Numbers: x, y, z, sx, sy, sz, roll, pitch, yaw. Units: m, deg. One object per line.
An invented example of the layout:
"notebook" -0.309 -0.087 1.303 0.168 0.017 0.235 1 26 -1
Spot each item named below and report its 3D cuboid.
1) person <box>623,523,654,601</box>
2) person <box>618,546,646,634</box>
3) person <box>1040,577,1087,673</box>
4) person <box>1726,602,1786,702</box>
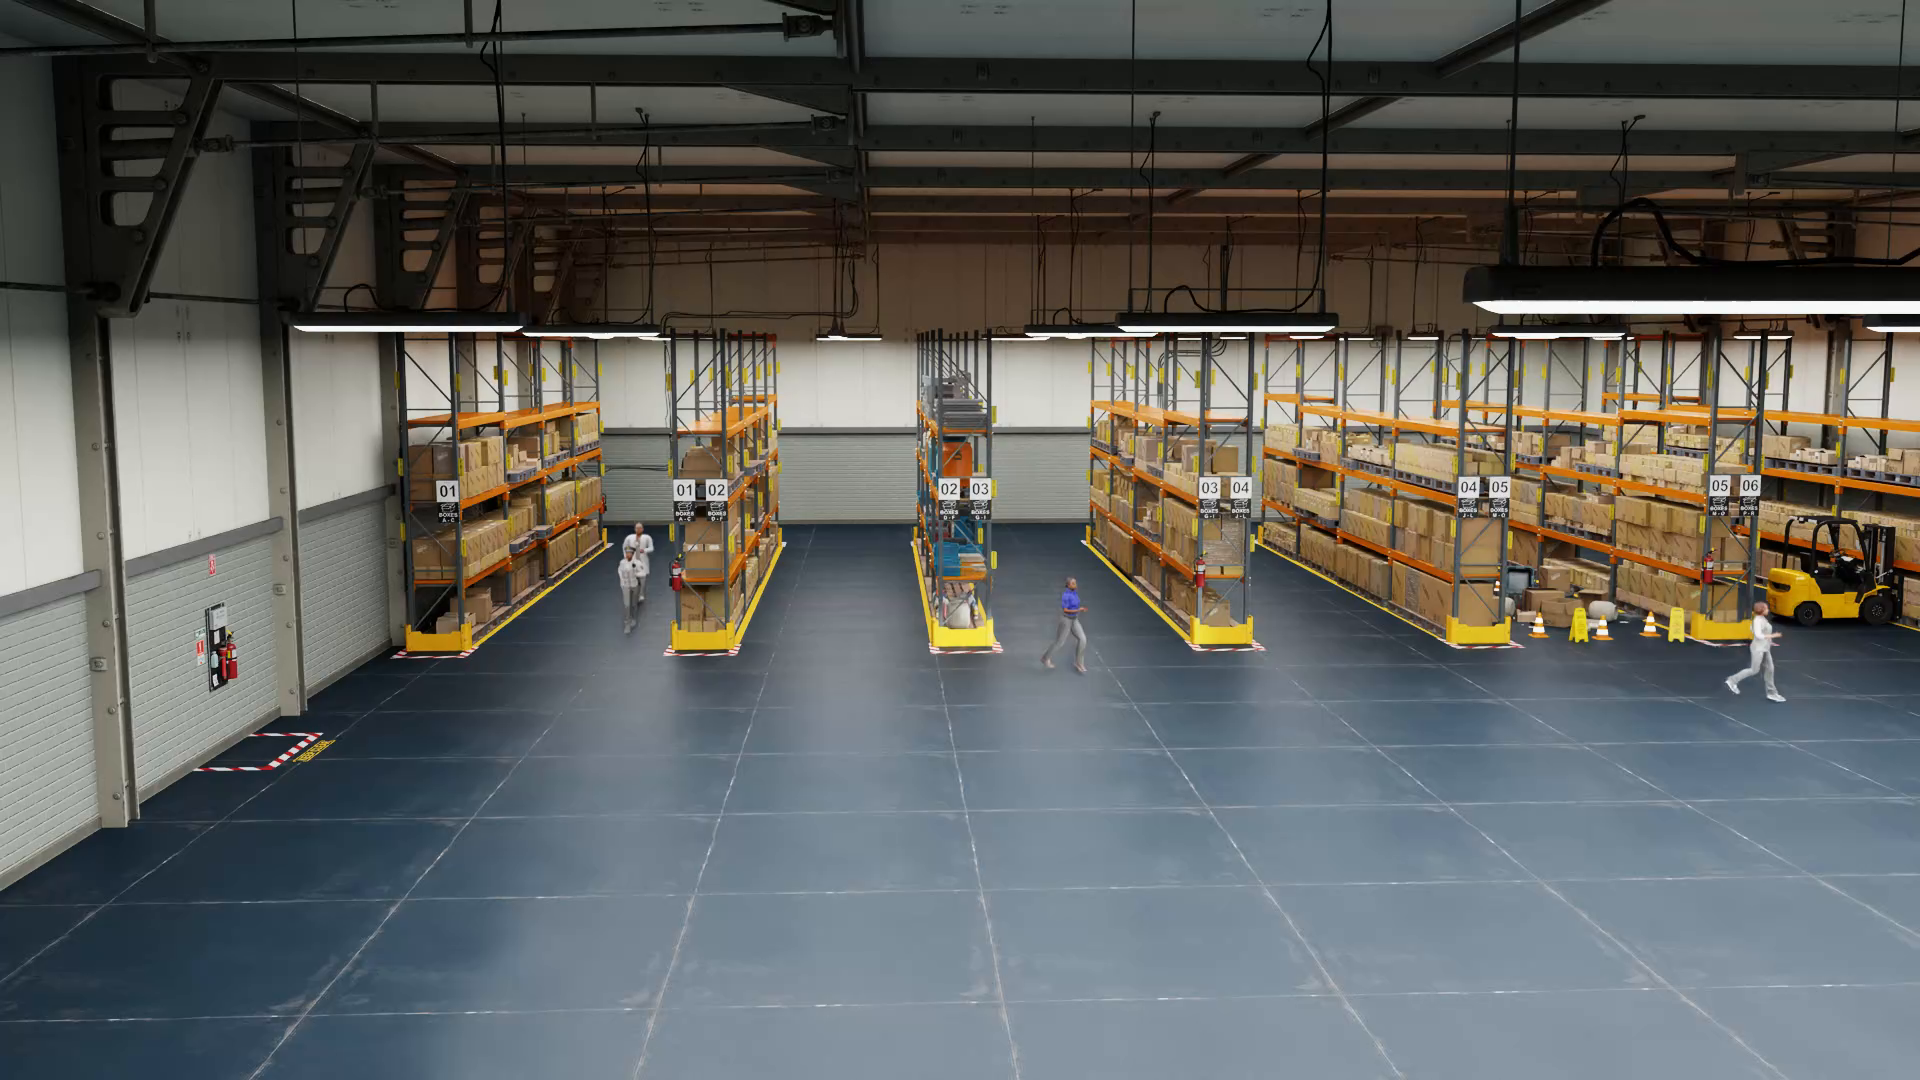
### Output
"person" -7.099 0.524 36.717 0.683 1.783 0.748 -1 7 -9
"person" -6.558 0.976 33.273 0.584 1.754 0.776 -1 7 -5
"person" 1.872 1.498 29.134 0.892 1.675 0.585 5 8 34
"person" 12.852 1.776 26.734 0.850 1.586 0.544 5 9 39
